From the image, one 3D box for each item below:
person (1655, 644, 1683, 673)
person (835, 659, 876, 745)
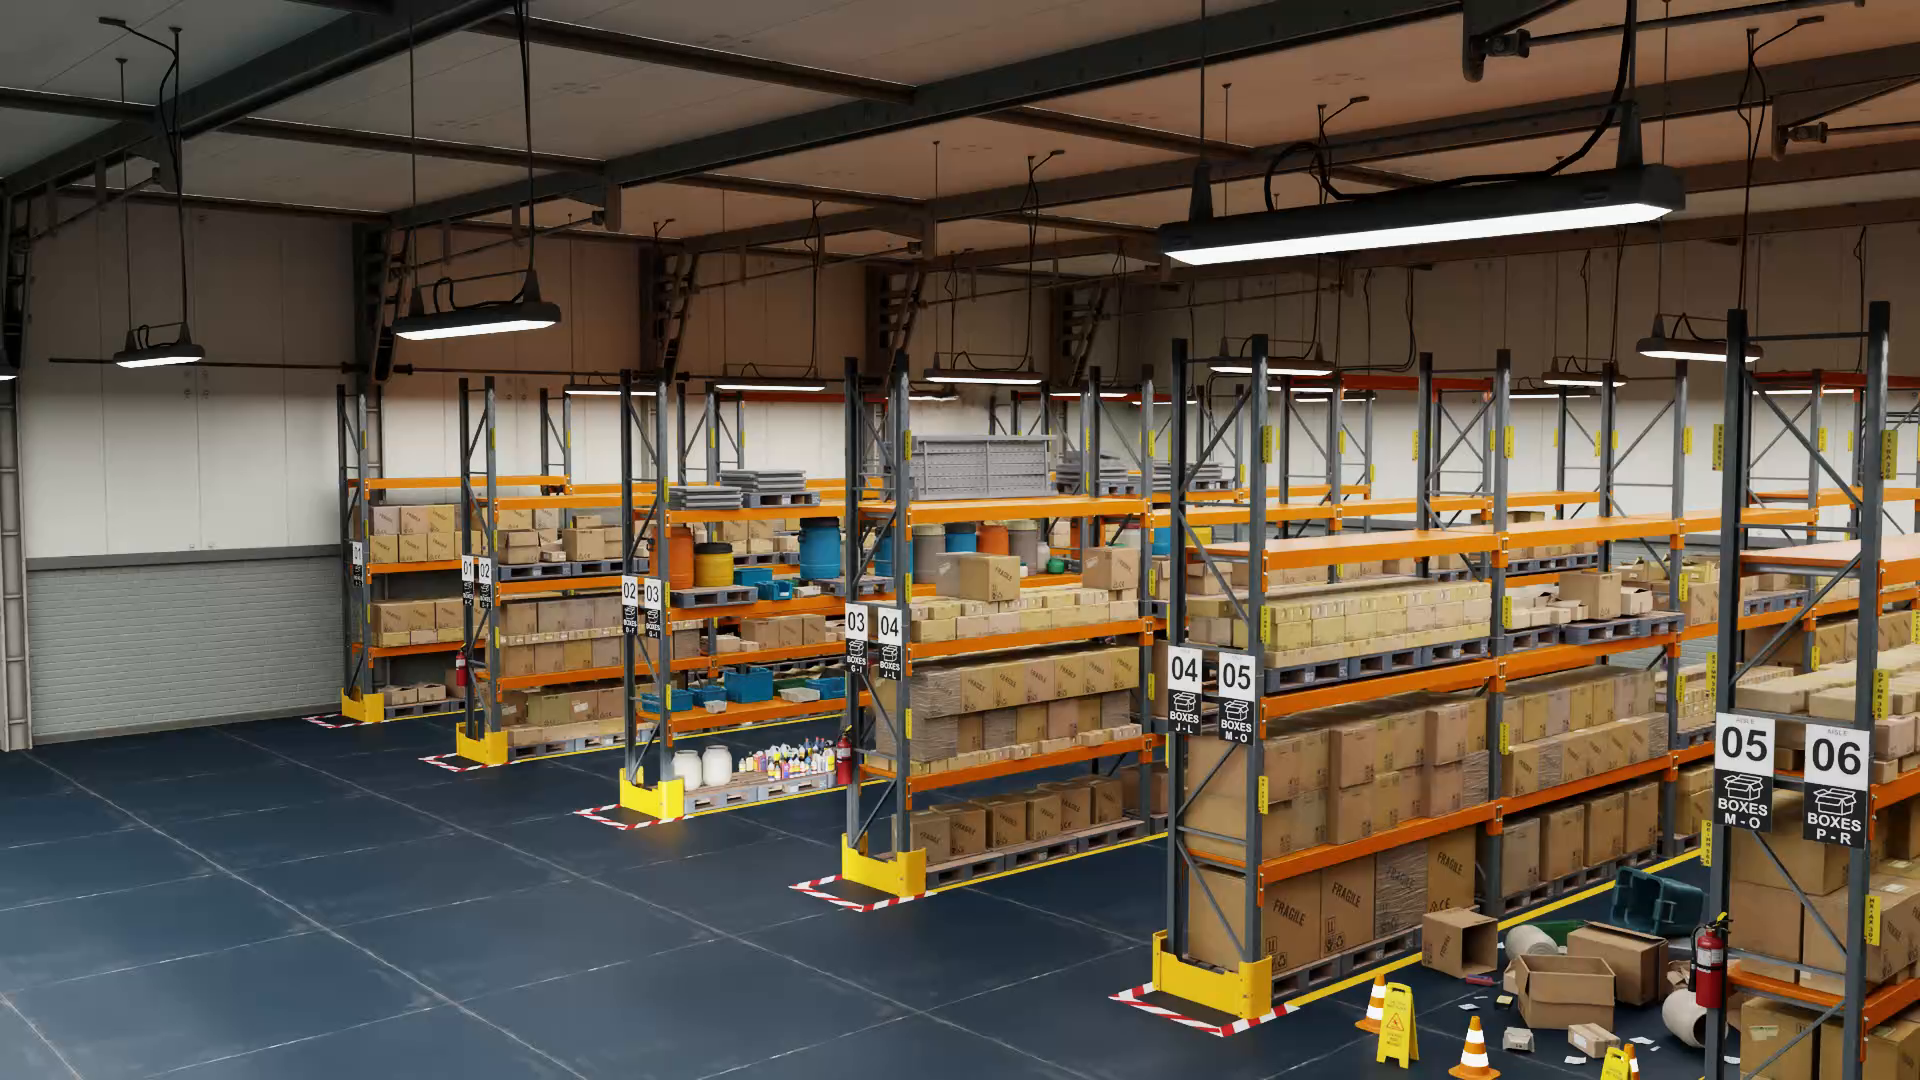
[{"bbox_3d":[12.225,2.474,28.613,0.547,1.575,0.658,0,4,0],"label":"person"},{"bbox_3d":[-1.623,2.531,27.253,1.124,1.758,0.626,-3,5,-43],"label":"person"}]
